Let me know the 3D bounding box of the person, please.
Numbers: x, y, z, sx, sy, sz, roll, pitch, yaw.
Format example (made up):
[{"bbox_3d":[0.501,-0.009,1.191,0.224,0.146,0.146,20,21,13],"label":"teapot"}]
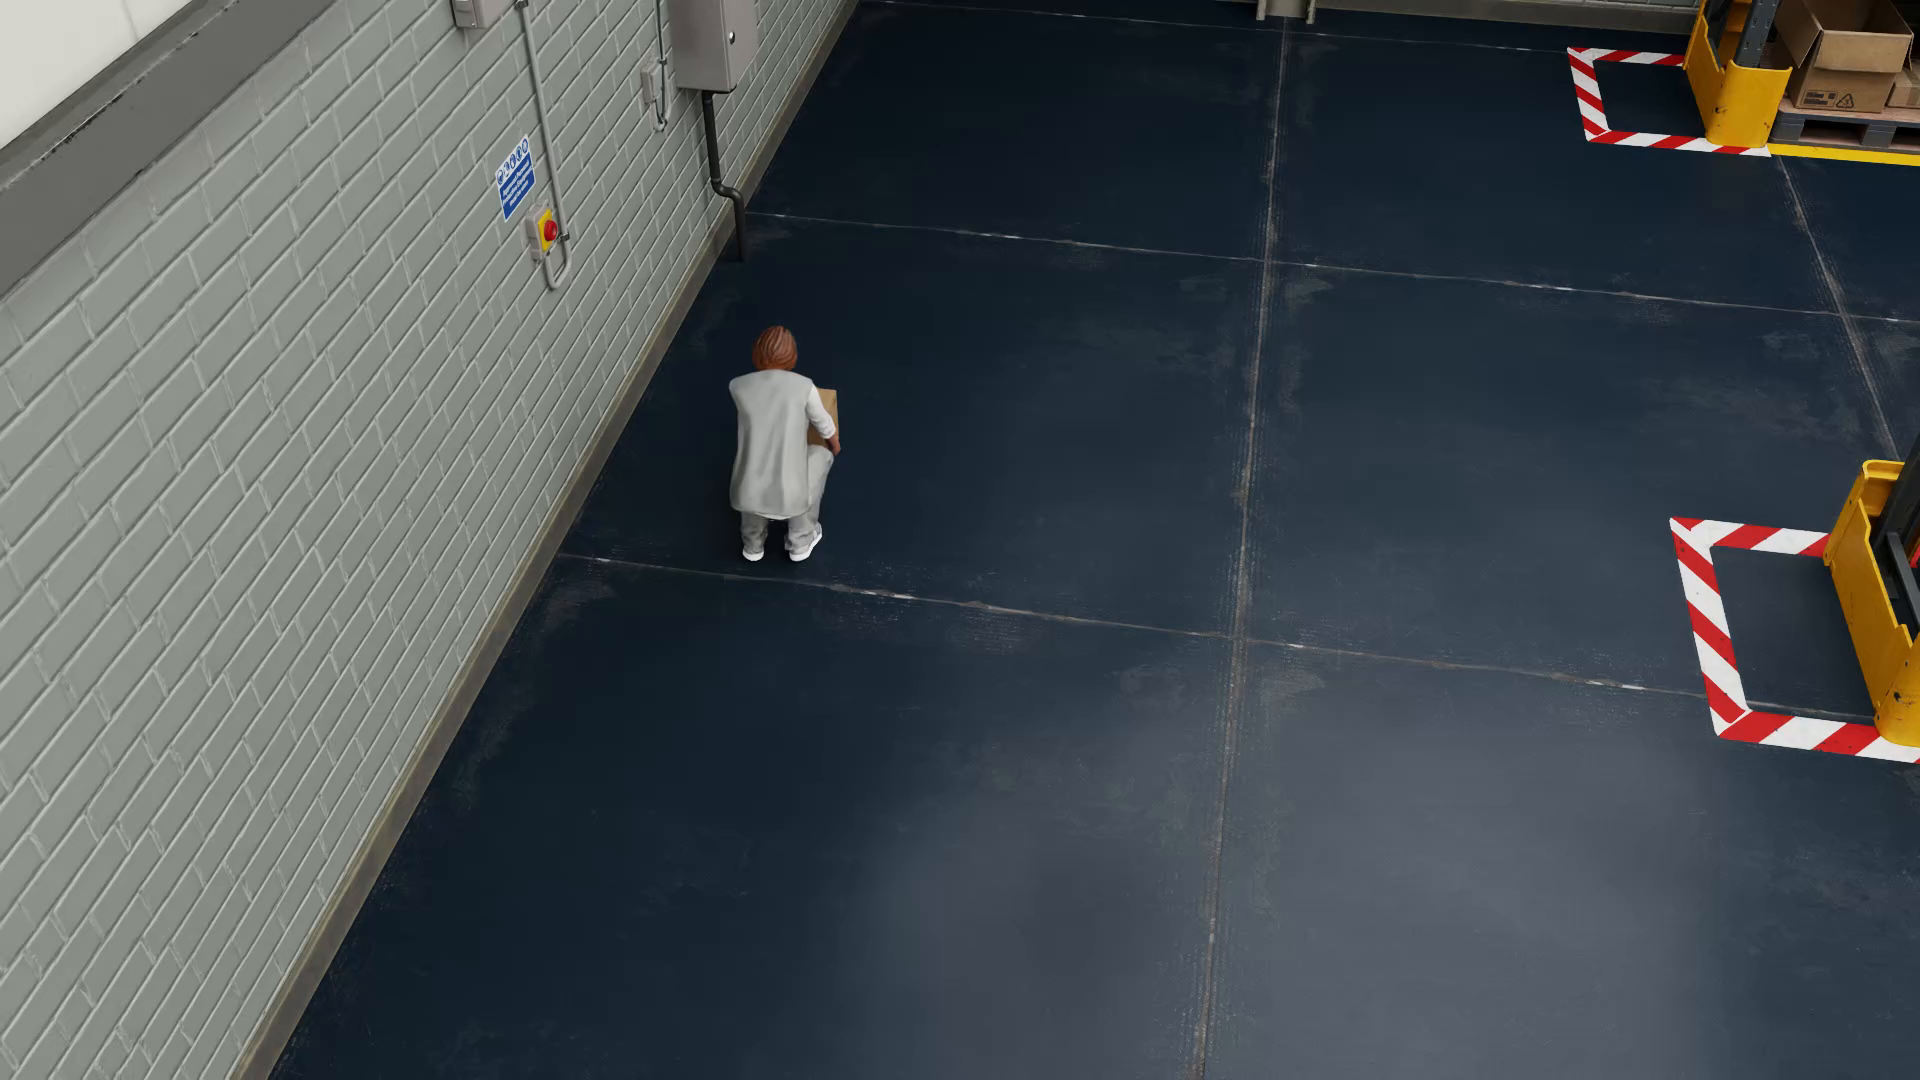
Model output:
[{"bbox_3d":[-0.772,-0.387,7.152,0.423,0.894,0.822,6,41,7],"label":"person"}]
